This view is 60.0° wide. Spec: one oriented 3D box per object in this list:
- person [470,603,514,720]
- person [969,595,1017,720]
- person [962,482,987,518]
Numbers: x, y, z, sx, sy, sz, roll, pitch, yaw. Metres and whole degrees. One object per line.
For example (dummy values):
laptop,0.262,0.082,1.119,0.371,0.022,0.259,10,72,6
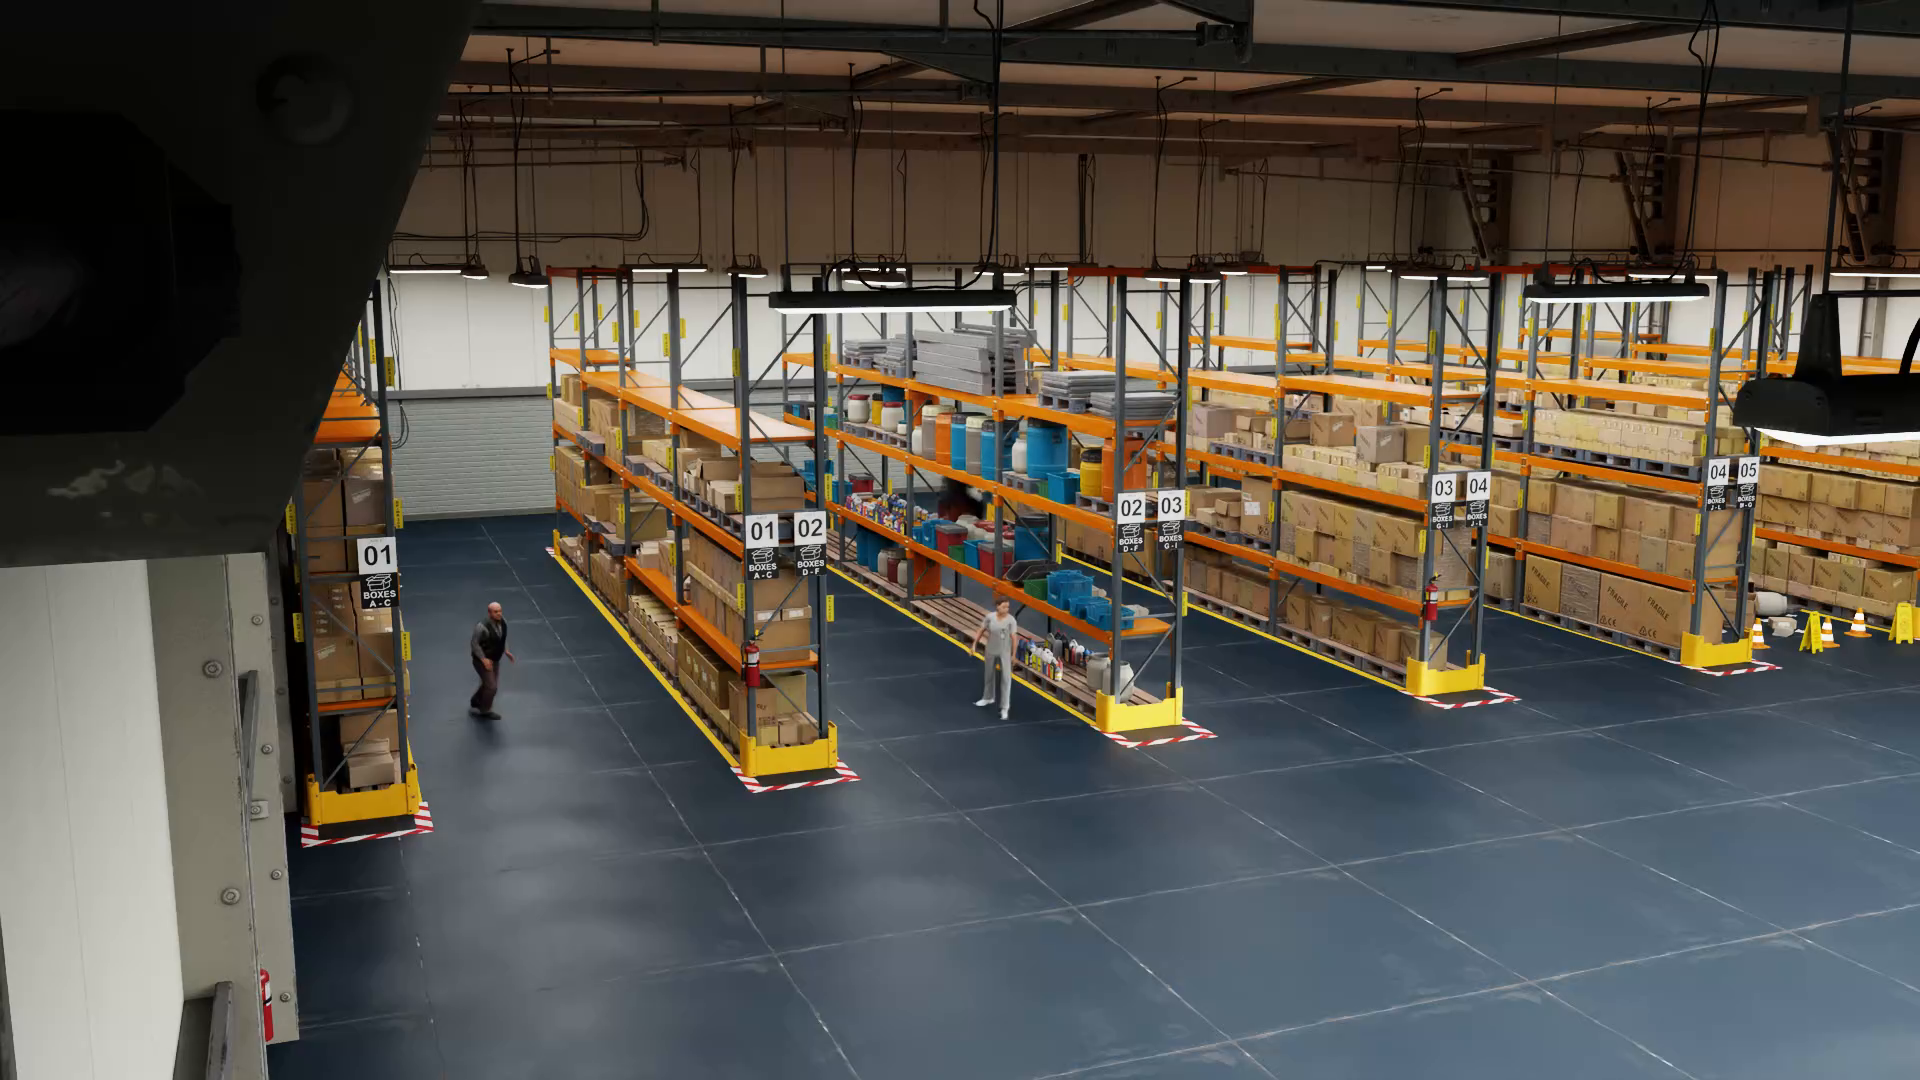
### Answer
person,-6.461,1.633,22.604,0.770,1.667,0.655,4,11,21
person,0.458,1.567,22.899,0.654,1.656,0.771,2,10,12
person,0.298,-0.835,36.287,0.664,1.834,0.796,-3,10,-14
